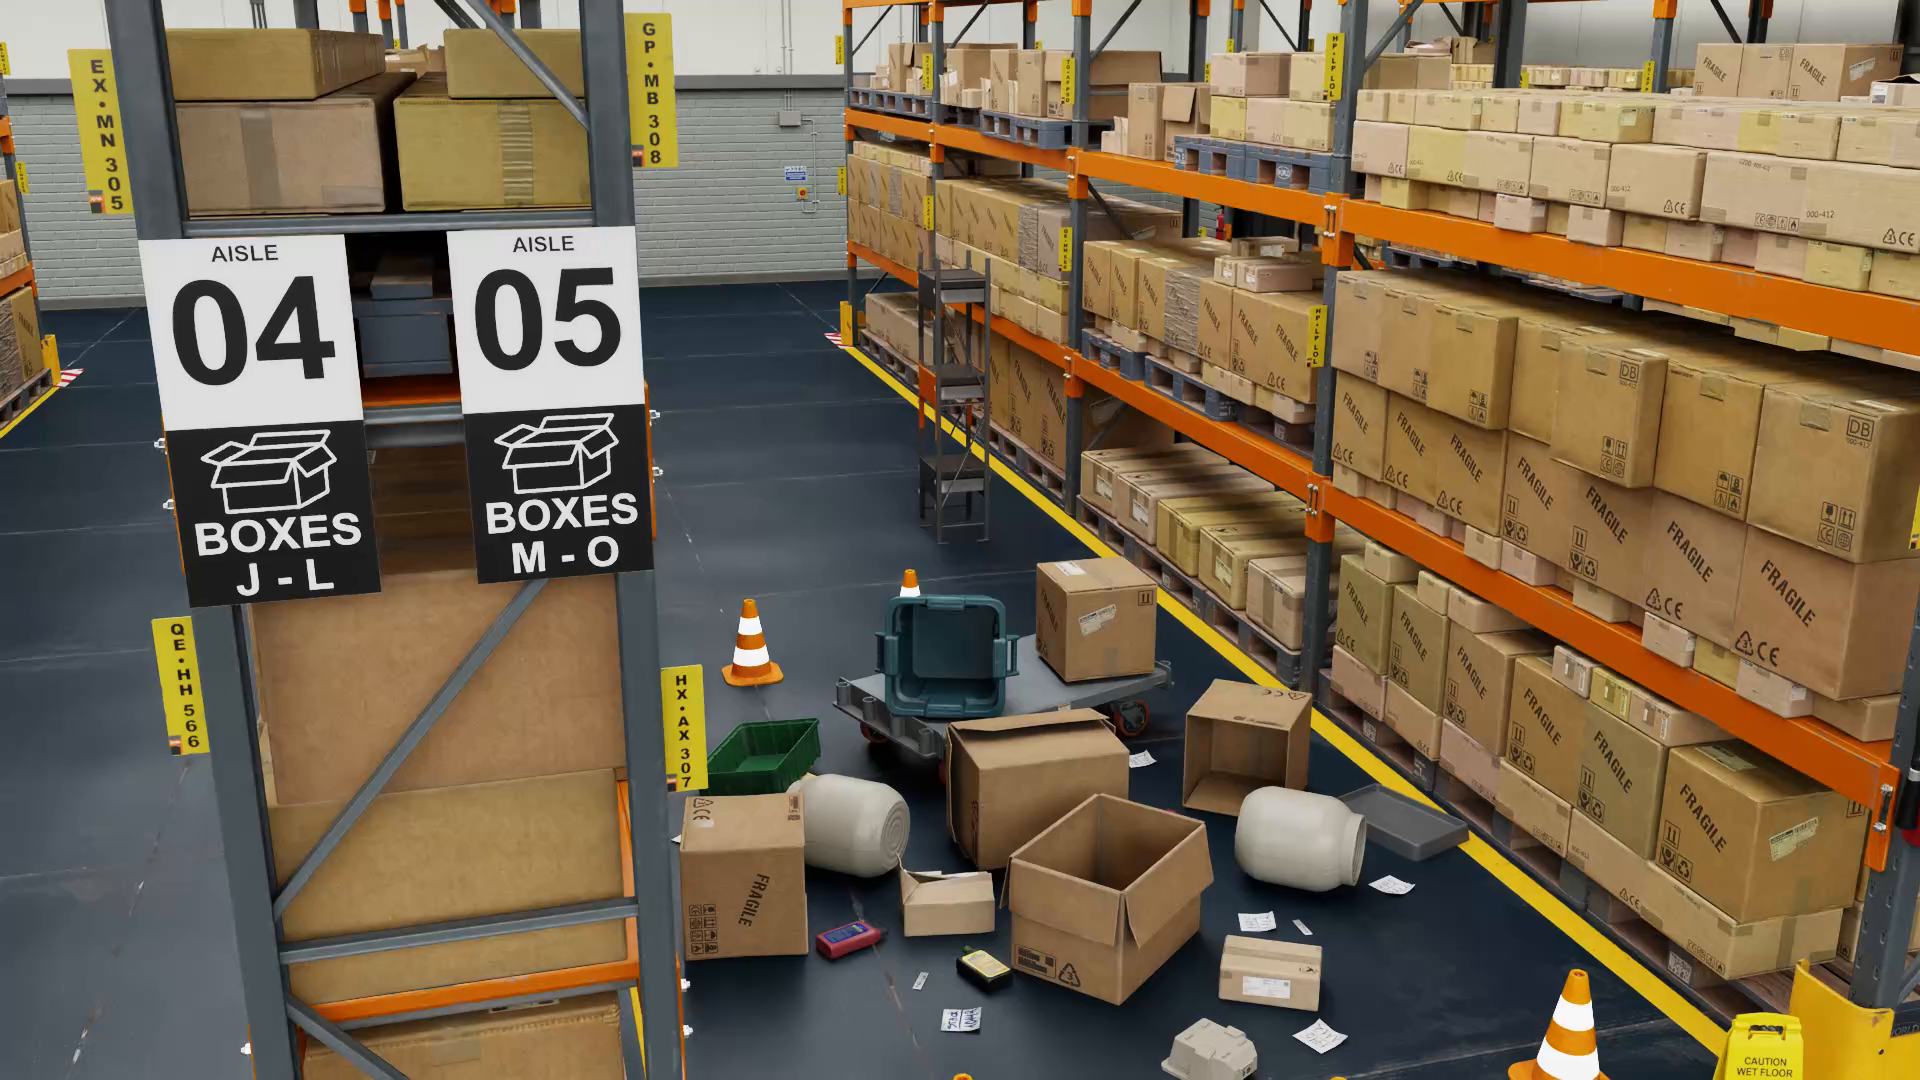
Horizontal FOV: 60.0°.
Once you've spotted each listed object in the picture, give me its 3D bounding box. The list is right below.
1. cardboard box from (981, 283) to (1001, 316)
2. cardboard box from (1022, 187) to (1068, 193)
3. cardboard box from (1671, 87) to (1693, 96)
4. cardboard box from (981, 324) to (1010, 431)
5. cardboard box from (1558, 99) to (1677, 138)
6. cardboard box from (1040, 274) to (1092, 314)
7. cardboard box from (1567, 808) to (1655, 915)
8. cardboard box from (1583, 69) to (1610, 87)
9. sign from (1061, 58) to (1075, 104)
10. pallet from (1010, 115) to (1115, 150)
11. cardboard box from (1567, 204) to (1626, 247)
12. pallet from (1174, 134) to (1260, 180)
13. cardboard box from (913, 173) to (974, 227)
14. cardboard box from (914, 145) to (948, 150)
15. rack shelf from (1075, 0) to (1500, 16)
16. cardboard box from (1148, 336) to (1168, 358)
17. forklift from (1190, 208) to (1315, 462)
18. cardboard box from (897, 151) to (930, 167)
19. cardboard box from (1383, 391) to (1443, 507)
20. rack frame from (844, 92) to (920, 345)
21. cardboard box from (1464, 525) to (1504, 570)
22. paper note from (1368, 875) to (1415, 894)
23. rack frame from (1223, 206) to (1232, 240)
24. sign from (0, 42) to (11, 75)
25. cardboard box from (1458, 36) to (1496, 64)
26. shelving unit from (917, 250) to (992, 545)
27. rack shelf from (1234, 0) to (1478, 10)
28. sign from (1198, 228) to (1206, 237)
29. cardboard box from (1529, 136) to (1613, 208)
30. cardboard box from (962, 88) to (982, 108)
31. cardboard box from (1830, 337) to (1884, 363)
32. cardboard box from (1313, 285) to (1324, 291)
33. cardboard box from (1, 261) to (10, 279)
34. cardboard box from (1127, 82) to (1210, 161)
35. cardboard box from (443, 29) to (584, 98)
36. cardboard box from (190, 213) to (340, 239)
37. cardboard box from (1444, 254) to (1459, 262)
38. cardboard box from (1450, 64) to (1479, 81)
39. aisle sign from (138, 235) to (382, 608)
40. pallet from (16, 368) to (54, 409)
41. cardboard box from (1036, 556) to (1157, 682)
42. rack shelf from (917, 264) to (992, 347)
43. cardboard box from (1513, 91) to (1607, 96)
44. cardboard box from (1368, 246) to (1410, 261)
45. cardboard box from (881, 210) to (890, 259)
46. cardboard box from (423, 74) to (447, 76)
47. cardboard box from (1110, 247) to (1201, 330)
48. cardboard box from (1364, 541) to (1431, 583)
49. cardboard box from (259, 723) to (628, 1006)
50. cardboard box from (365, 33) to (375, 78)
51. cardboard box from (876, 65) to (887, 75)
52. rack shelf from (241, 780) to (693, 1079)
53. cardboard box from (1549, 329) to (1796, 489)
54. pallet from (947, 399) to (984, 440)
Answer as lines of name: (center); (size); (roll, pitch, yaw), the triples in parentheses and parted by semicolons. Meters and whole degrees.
cardboard box: (0.491, -2.143, 14.632); (0.500, 0.250, 0.500); (-5, 17, -16)
cardboard box: (0.860, -2.921, 15.050); (0.500, 0.500, 0.500); (-4, 17, -14)
cardboard box: (5.901, -3.522, 13.253); (0.380, 0.166, 0.250); (-5, 17, -15)
cardboard box: (0.729, -1.551, 15.366); (0.875, 0.875, 0.875); (-4, 17, -14)
cardboard box: (2.704, -1.731, 6.838); (0.380, 0.149, 0.250); (-4, 17, -14)
cardboard box: (0.948, -1.957, 13.146); (0.500, 0.250, 0.500); (-5, 17, -15)
cardboard box: (2.908, 1.307, 6.938); (0.500, 0.250, 0.500); (-5, 17, -15)
cardboard box: (5.626, -3.990, 14.357); (0.380, 0.149, 0.250); (-5, 18, -17)
sign: (0.790, -3.356, 12.161); (0.100, 0.325, 0.005); (-5, 17, -15)
pallet: (1.098, -3.196, 12.991); (1.213, 0.211, 1.003); (-4, 17, -13)
cardboard box: (2.692, -1.277, 6.712); (0.380, 0.149, 0.250); (-5, 17, -16)
pallet: (2.070, -2.382, 10.280); (1.213, 0.211, 1.003); (-5, 17, -15)
cardboard box: (-0.169, -3.418, 16.704); (0.500, 0.500, 0.500); (-5, 17, -16)
cardboard box: (-0.304, -4.359, 18.709); (0.380, 0.149, 0.250); (-5, 17, -16)
rack shelf: (1.875, -3.460, 10.273); (1.077, 0.370, 4.000); (-5, 17, -15)
cardboard box: (1.509, -1.354, 11.451); (0.380, 0.149, 0.250); (-4, 17, -12)
forklift: (3.145, -2.180, 14.613); (3.031, 2.935, 1.130); (-1, 17, -2)
cardboard box: (-0.455, -4.038, 17.642); (0.380, 0.149, 0.250); (-5, 17, -16)
cardboard box: (2.438, -0.479, 8.142); (0.500, 0.500, 0.500); (-5, 17, -15)
rack frame: (-0.873, -3.889, 20.184); (1.000, 3.000, 0.127); (-5, 17, -15)
cardboard box: (2.545, 0.018, 7.615); (0.380, 0.149, 0.250); (-5, 17, -15)
paper note: (1.908, 1.520, 7.338); (0.142, 0.019, 0.148); (-12, 20, -34)
rack frame: (3.898, -4.282, 21.493); (1.000, 3.000, 0.127); (-5, 17, -15)
sign: (-9.876, -4.967, 17.158); (0.100, 0.325, 0.005); (-5, 17, -15)
cardboard box: (5.252, -4.932, 16.739); (0.396, 0.266, 0.258); (-5, 17, -15)
shelving unit: (-0.045, -1.051, 12.302); (0.431, 2.100, 0.503); (-5, 17, -15)
rack shelf: (4.448, -6.256, 18.893); (1.077, 0.370, 4.000); (-5, 17, -15)
sign: (1.845, -2.238, 12.813); (0.100, 0.325, 0.005); (-5, 17, -15)
cardboard box: (2.699, -1.512, 6.802); (0.500, 0.250, 0.500); (-5, 17, -15)
cardboard box: (0.237, -3.930, 14.785); (0.380, 0.166, 0.250); (-6, 18, -19)
cardboard box: (6.556, -1.288, 11.787); (0.500, 0.250, 0.500); (-5, 17, -15)
cardboard box: (2.433, -1.252, 9.984); (0.500, 0.500, 0.500); (-5, 17, -15)
cardboard box: (-9.778, -2.702, 16.669); (0.380, 0.149, 0.250); (-4, 17, -14)
cardboard box: (1.576, -2.897, 11.495); (0.700, 0.500, 0.500); (-5, 17, -15)
cardboard box: (-0.993, -1.108, 3.860); (0.380, 0.149, 0.250); (-5, 17, -15)
cardboard box: (-1.625, -0.674, 3.801); (0.380, 0.149, 0.250); (-5, 17, -15)
cardboard box: (5.011, -2.898, 16.389); (0.396, 0.266, 0.258); (-4, 17, -13)
cardboard box: (4.925, -4.555, 16.205); (0.380, 0.149, 0.250); (-5, 17, -16)
aisle sign: (-1.477, -0.245, 3.536); (0.394, 0.787, 0.004); (-5, 17, -15)
pallet: (-10.107, -1.555, 17.261); (1.003, 0.211, 1.213); (-5, 17, -15)
cardboard box: (0.722, 0.414, 8.888); (0.500, 0.500, 0.500); (-5, 17, -15)
rack shelf: (-0.045, -1.709, 12.105); (0.431, 0.518, 0.480); (-5, 17, -15)
cardboard box: (2.852, -2.052, 7.906); (0.380, 0.149, 0.250); (-4, 17, -14)
cardboard box: (4.667, -3.124, 18.073); (0.380, 0.149, 0.250); (-4, 17, -14)
cardboard box: (-0.575, -3.364, 18.263); (0.500, 0.500, 0.500); (-4, 17, -13)
cardboard box: (-1.786, -1.651, 6.359); (0.500, 0.250, 0.500); (-5, 17, -15)
cardboard box: (1.377, -1.781, 11.746); (0.500, 0.500, 0.500); (-4, 17, -12)
cardboard box: (2.304, 0.100, 8.522); (0.380, 0.149, 0.250); (-4, 17, -14)
cardboard box: (-1.353, 0.786, 4.362); (0.875, 0.550, 0.550); (-5, 17, -15)
cardboard box: (-2.252, -1.688, 5.790); (0.380, 0.149, 0.250); (-5, 17, -15)
cardboard box: (-0.663, -5.385, 19.308); (0.500, 0.250, 0.500); (-6, 18, -20)
rack shelf: (-1.757, 0.748, 5.999); (1.077, 0.370, 4.000); (-5, 17, -15)
cardboard box: (2.803, -0.530, 6.573); (0.700, 0.500, 0.500); (-5, 17, -16)
pallet: (0.511, -1.239, 16.211); (1.003, 0.211, 1.213); (-5, 17, -15)
